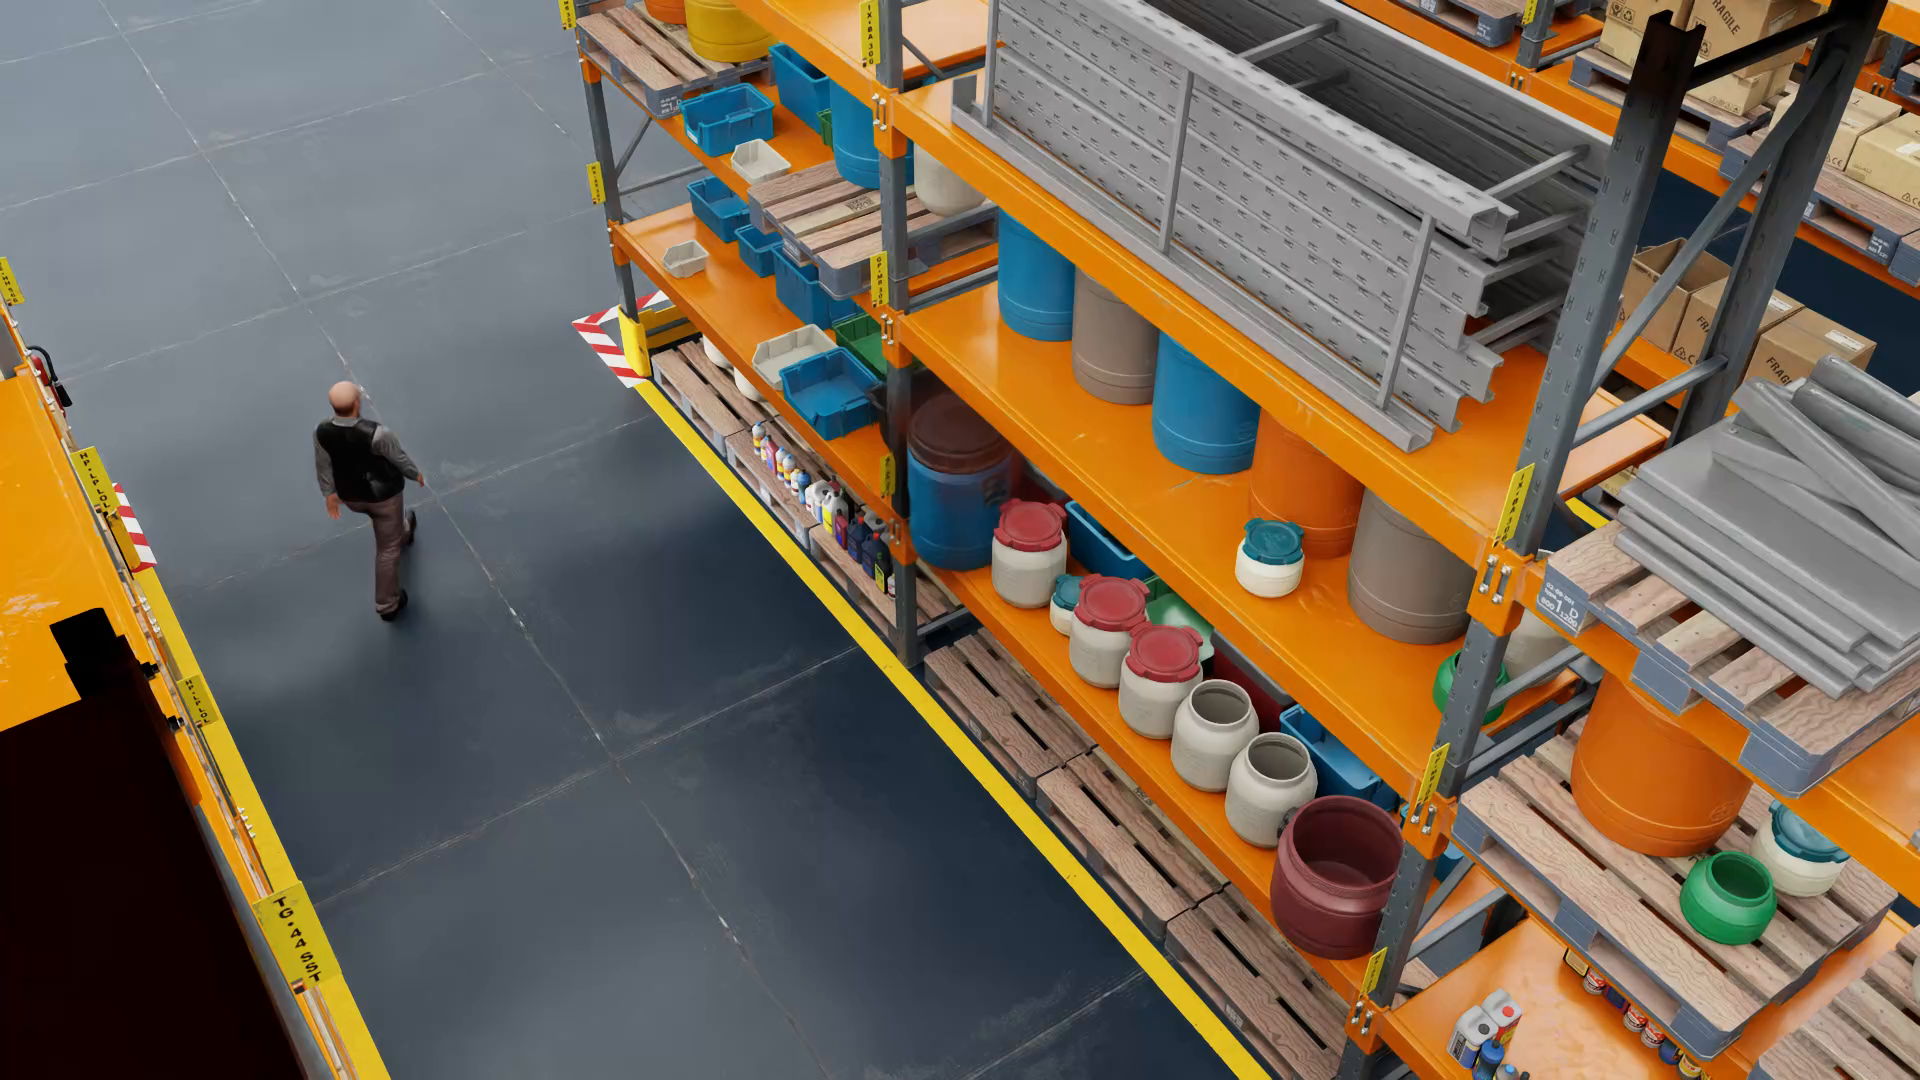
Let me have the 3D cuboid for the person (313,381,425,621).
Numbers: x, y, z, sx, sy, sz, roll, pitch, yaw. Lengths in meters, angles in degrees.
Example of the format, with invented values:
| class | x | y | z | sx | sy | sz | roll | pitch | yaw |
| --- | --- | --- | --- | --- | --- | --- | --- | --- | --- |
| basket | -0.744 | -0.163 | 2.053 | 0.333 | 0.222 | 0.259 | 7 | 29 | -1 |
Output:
| class | x | y | z | sx | sy | sz | roll | pitch | yaw |
| --- | --- | --- | --- | --- | --- | --- | --- | --- | --- |
| person | -3.818 | -0.395 | 10.928 | 0.566 | 1.664 | 1.021 | 8 | 43 | 9 |
